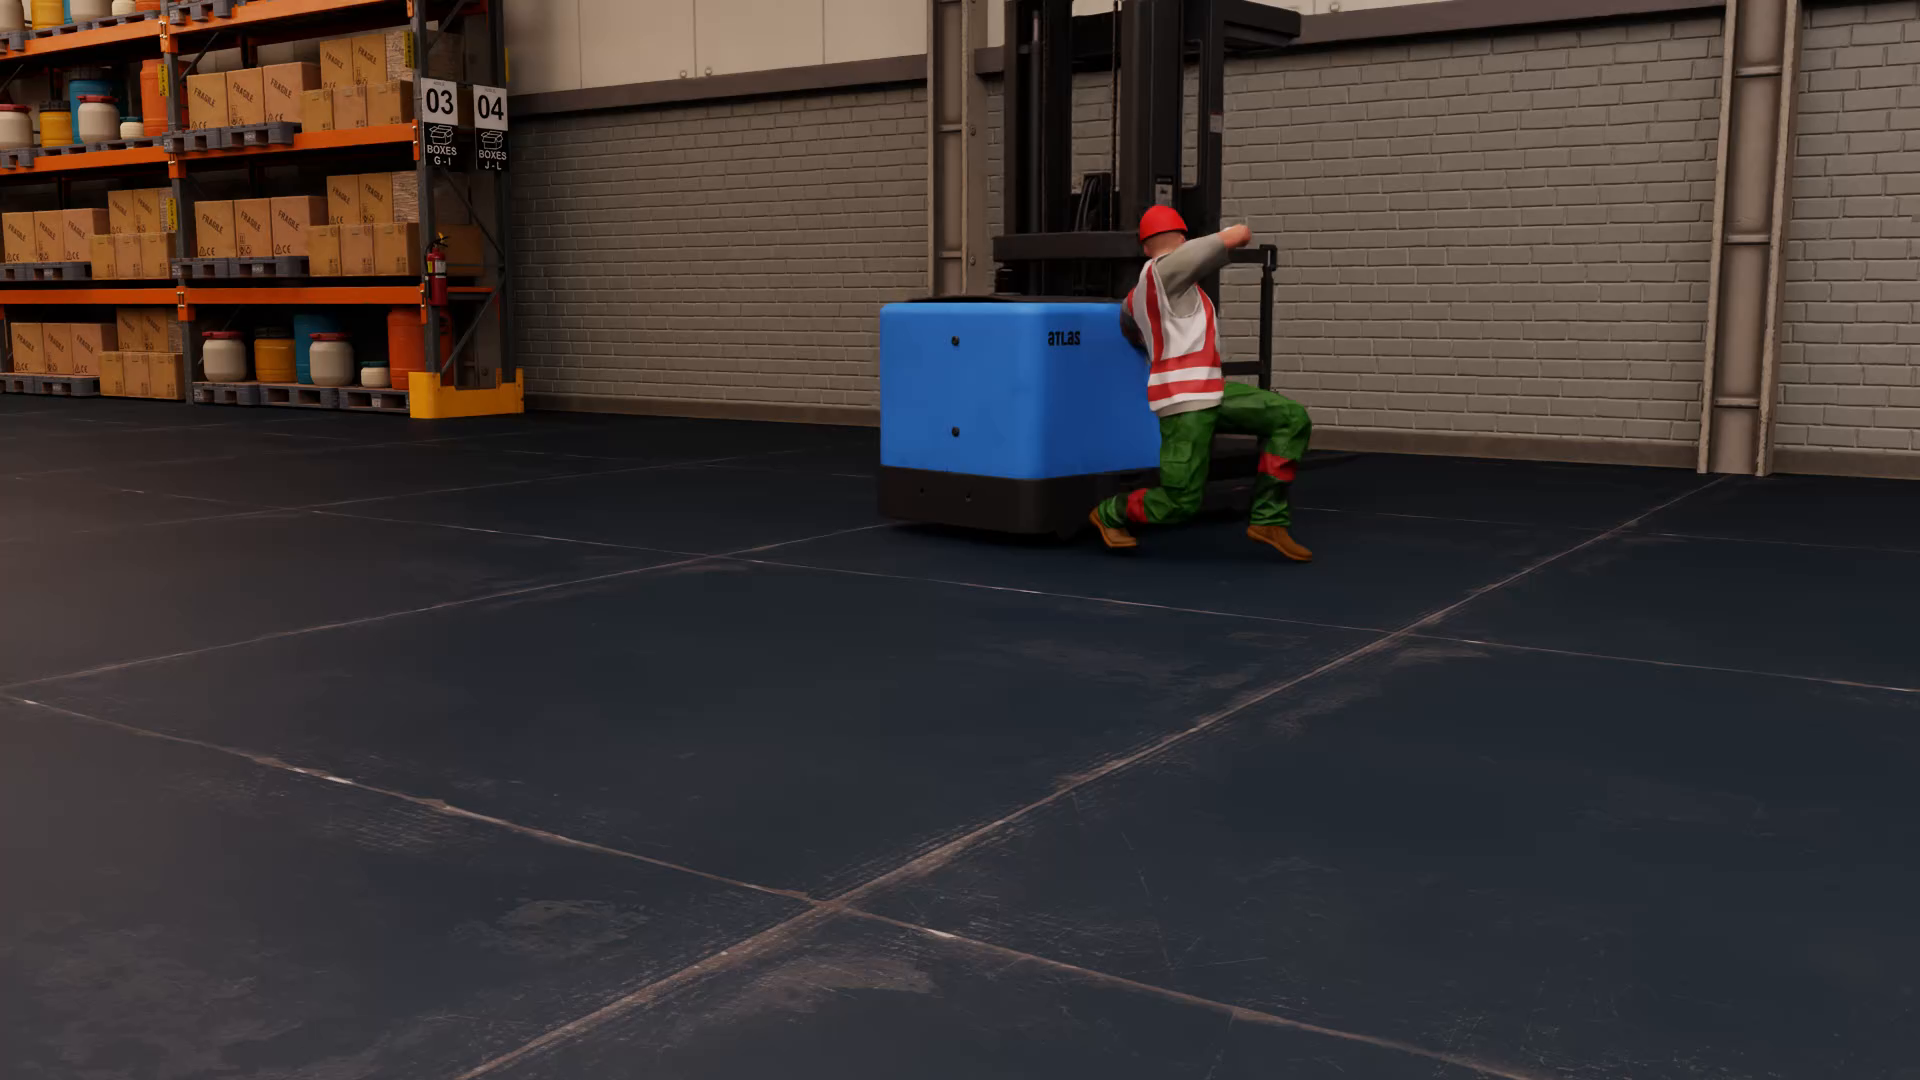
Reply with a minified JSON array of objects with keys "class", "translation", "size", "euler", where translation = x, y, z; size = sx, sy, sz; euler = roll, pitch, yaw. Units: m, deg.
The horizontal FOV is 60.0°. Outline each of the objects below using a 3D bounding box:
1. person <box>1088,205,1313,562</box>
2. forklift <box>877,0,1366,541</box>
[{"class":"person","translation":[1.071,-0.688,7.148],"size":[0.977,1.468,0.995],"euler":[3,9,19]},{"class":"forklift","translation":[1.004,-1.601,8.453],"size":[1.130,2.935,3.031],"euler":[8,11,44]}]
